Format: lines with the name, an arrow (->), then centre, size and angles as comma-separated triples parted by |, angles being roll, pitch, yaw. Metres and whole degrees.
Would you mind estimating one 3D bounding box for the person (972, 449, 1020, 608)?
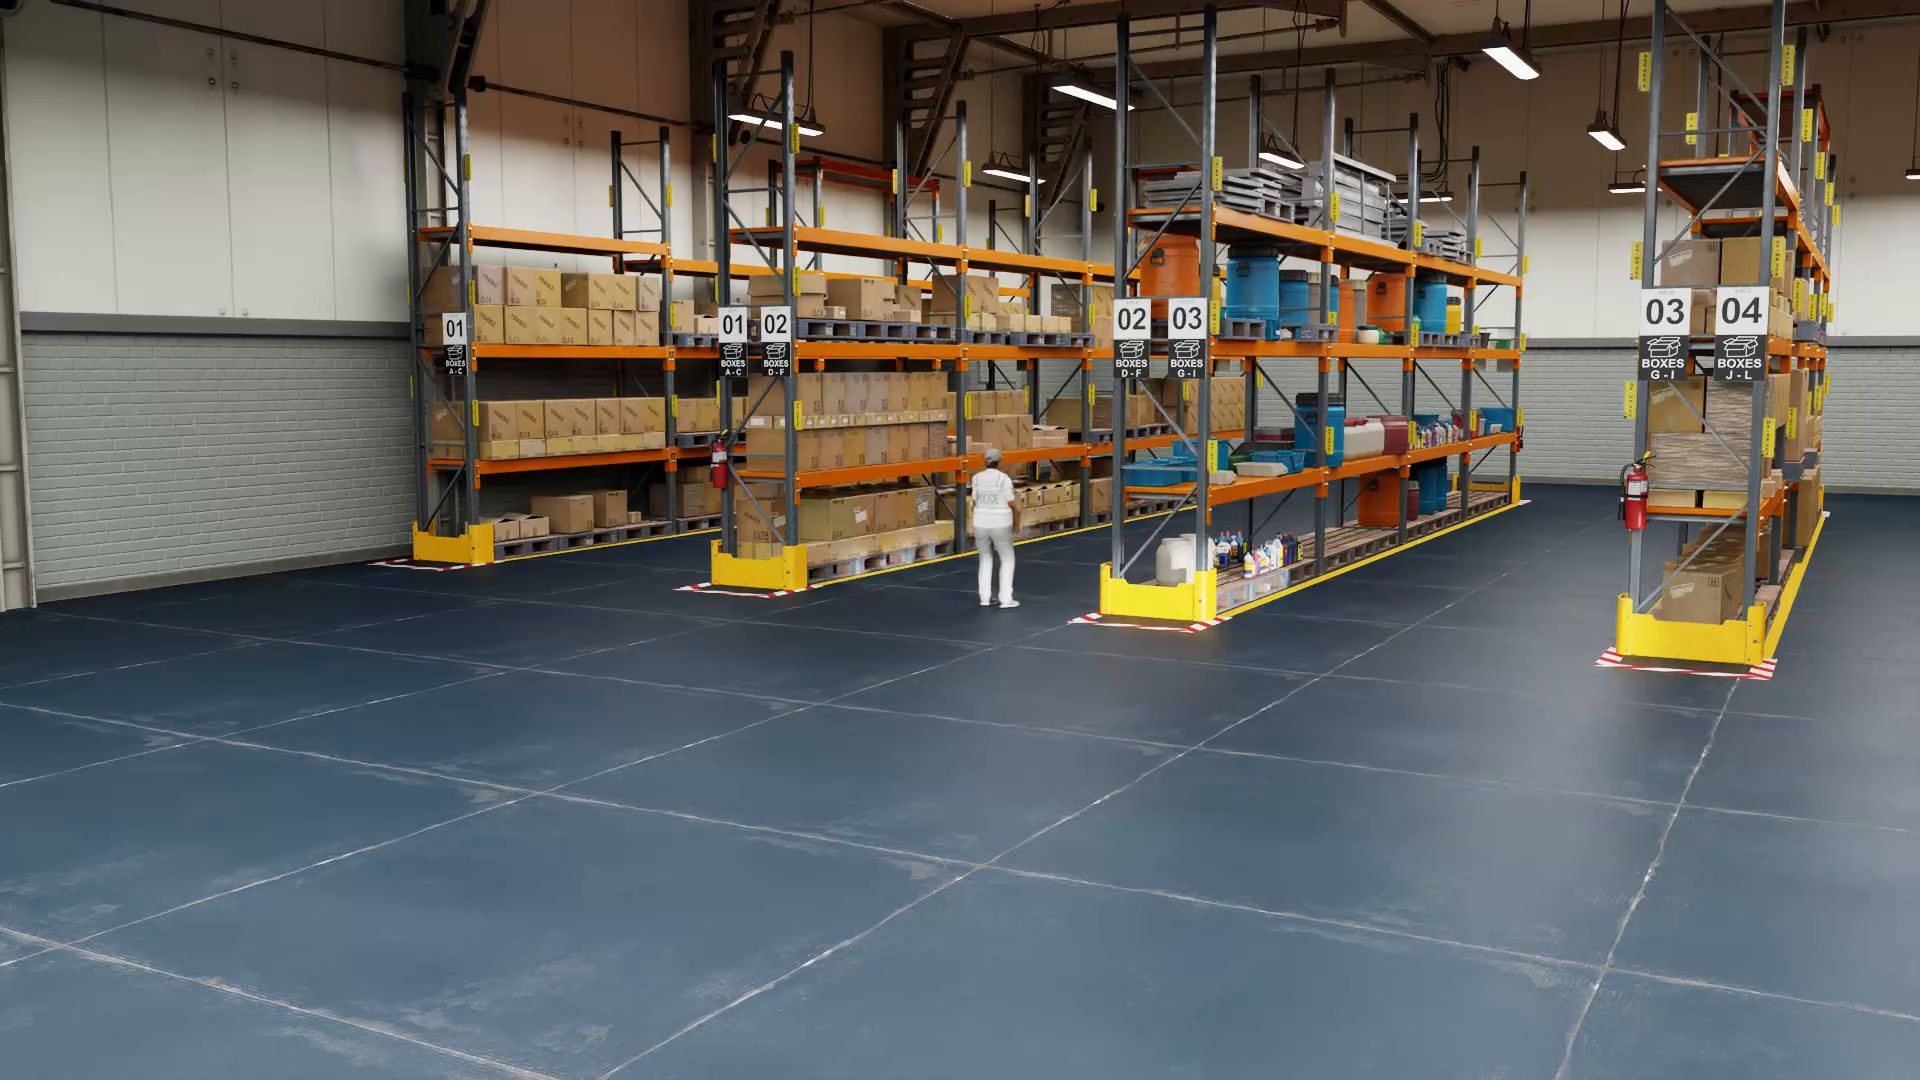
person -> 0.373, -0.131, 17.555 | 0.493, 1.671, 0.490 | 3, 7, 28
